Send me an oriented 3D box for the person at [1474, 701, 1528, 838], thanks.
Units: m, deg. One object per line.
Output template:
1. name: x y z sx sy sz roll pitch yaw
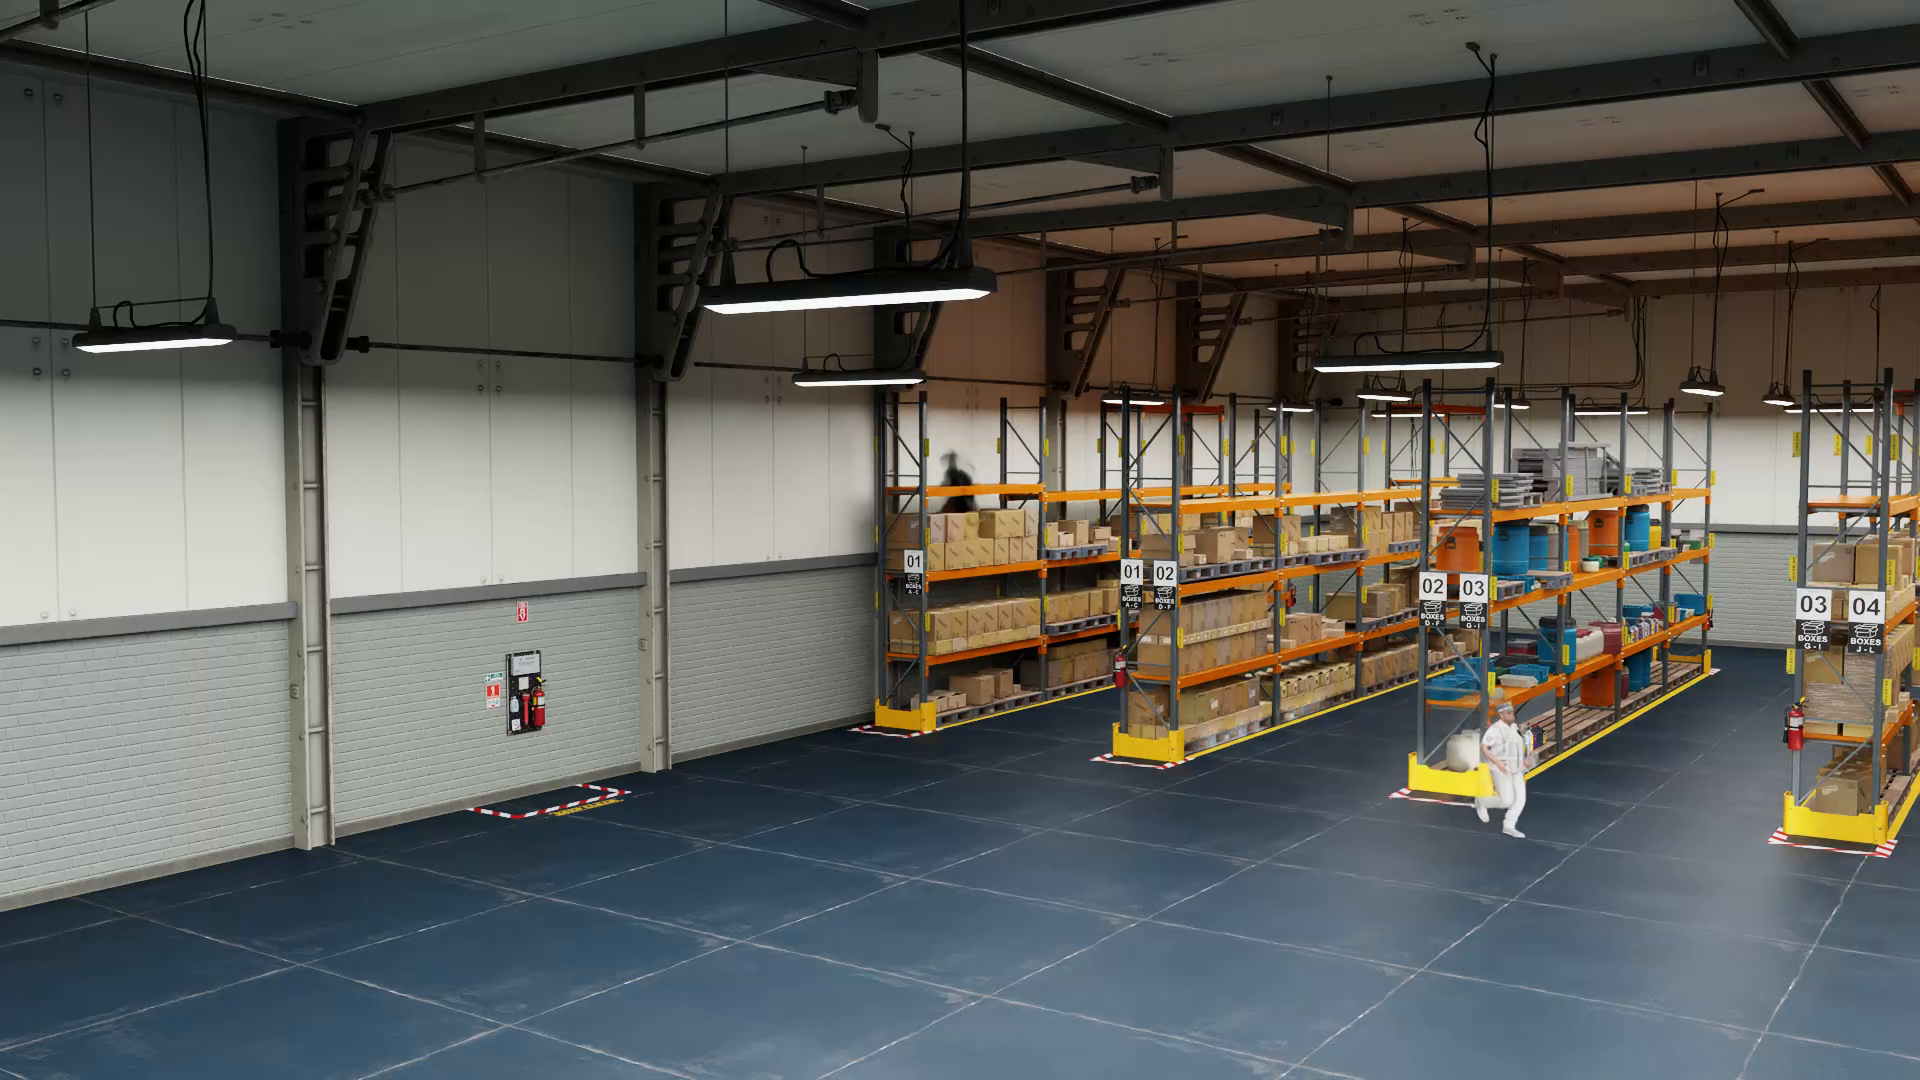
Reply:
1. person: 7.036 2.945 21.547 0.666 1.750 0.680 -2 4 -33
